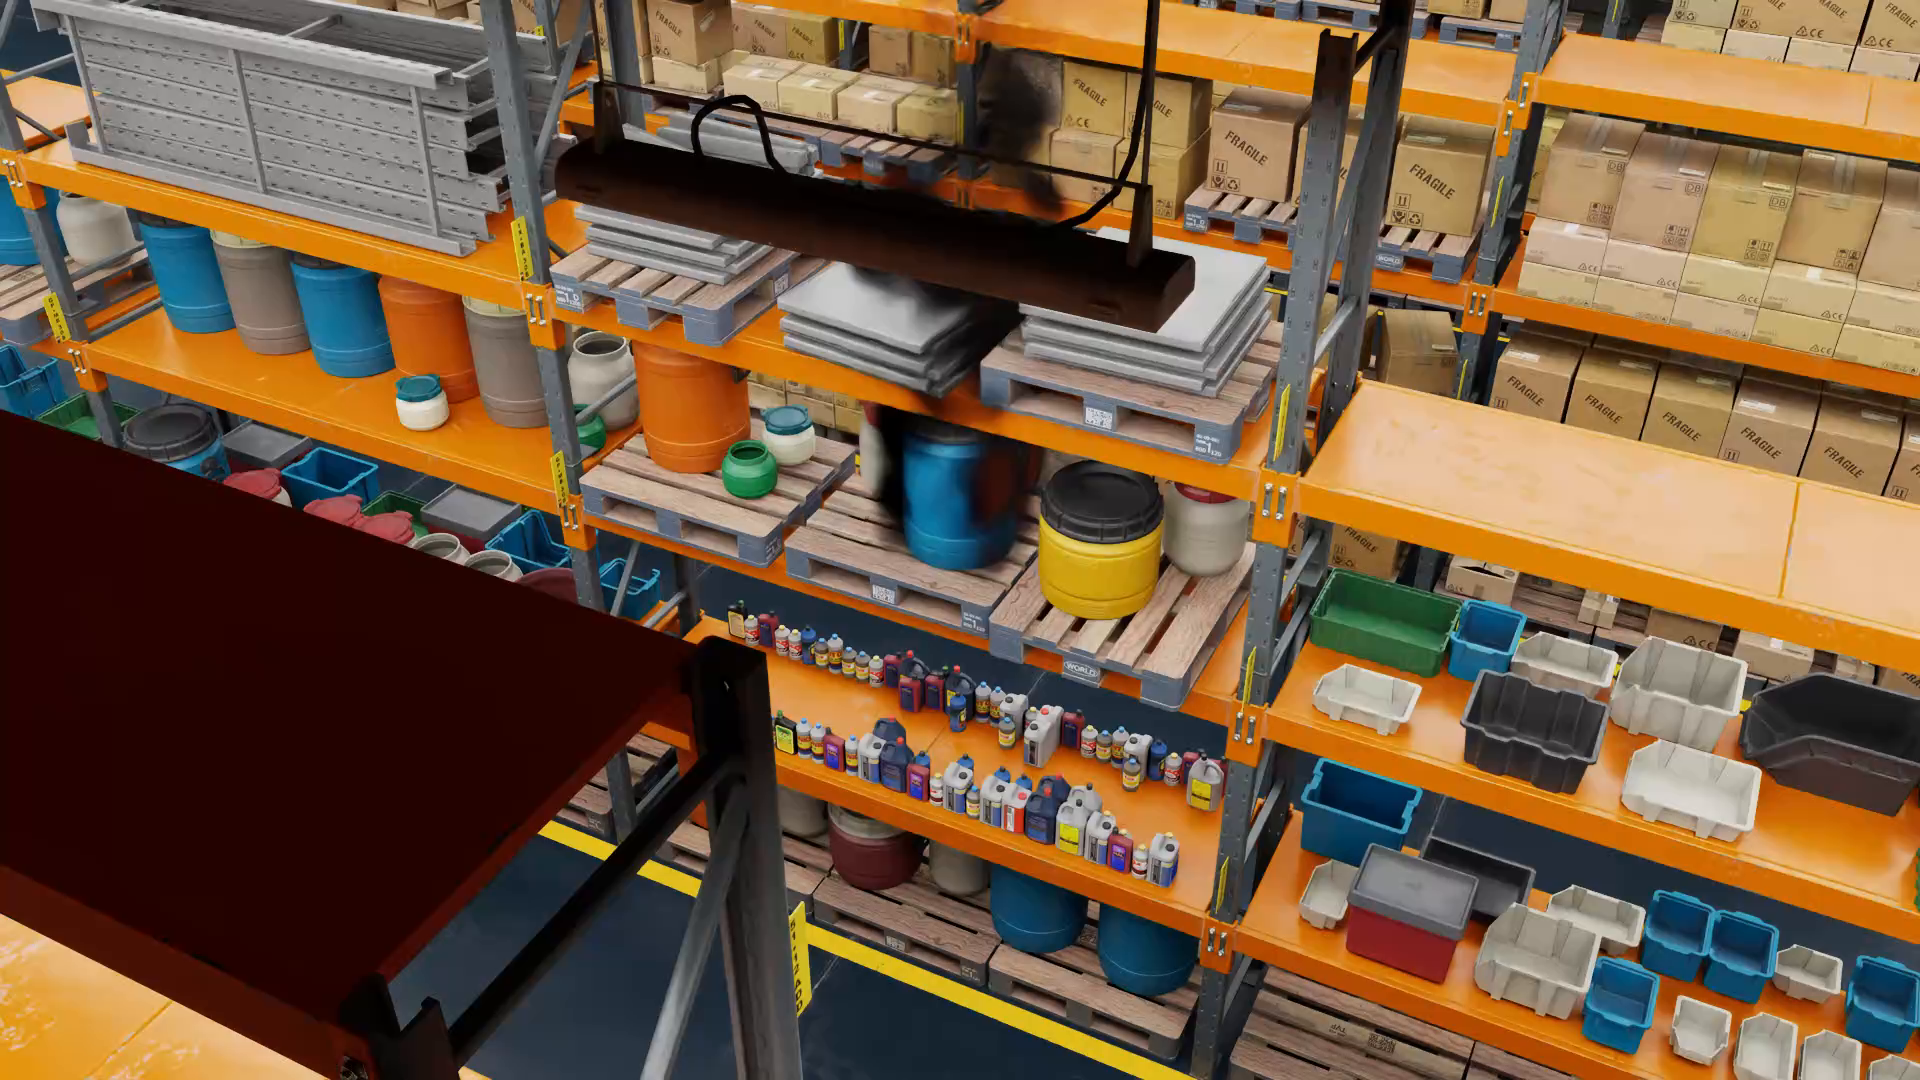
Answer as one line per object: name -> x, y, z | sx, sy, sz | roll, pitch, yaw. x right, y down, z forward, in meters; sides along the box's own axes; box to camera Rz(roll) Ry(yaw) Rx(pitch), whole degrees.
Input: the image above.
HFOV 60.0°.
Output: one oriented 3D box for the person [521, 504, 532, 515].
person -> -3.941, -0.909, 13.608 | 0.790, 1.848, 0.645 | 6, 36, 9
